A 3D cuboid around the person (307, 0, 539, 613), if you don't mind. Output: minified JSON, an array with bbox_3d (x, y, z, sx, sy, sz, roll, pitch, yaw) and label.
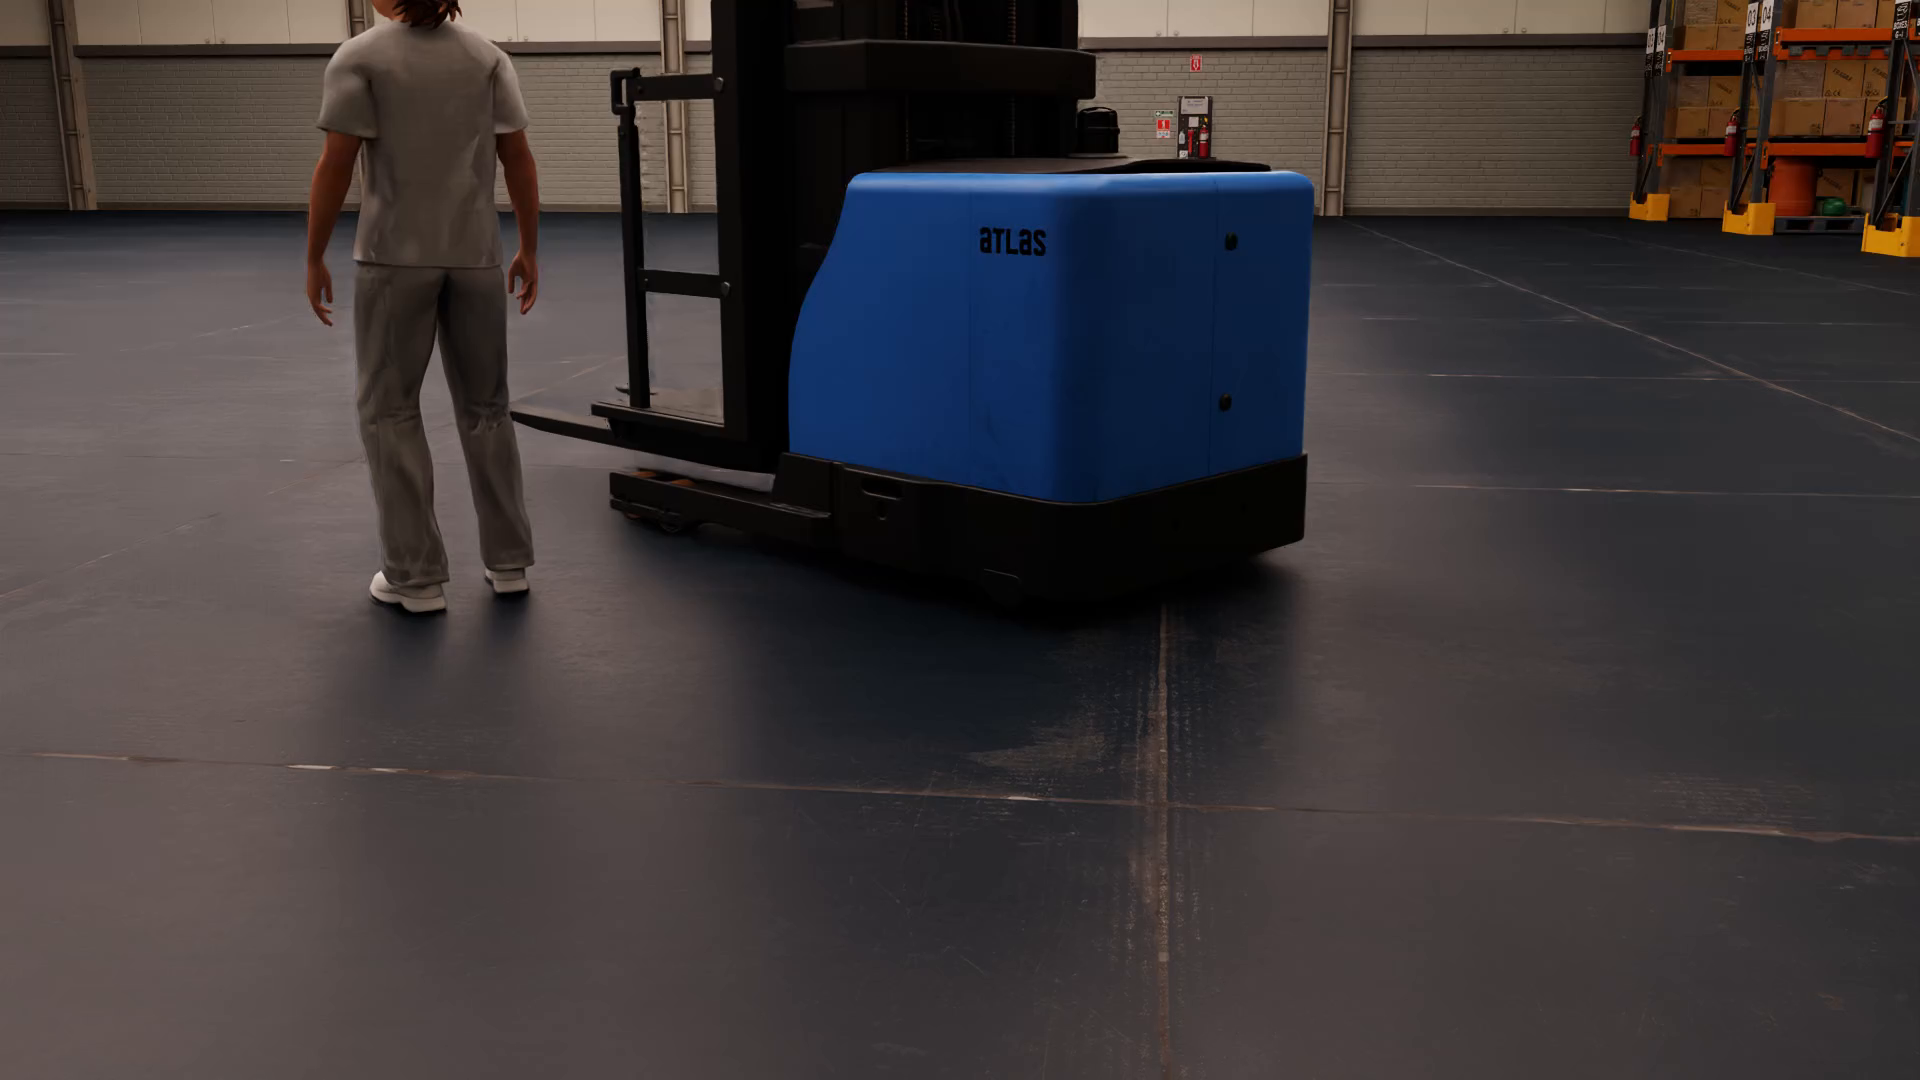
[{"bbox_3d":[-1.319,-0.657,4.094,0.558,1.669,0.466,-9,16,-35],"label":"person"}]

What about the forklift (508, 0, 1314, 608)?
[{"bbox_3d":[-0.447,-1.522,5.020,3.031,2.935,1.130,12,18,42],"label":"forklift"}]
